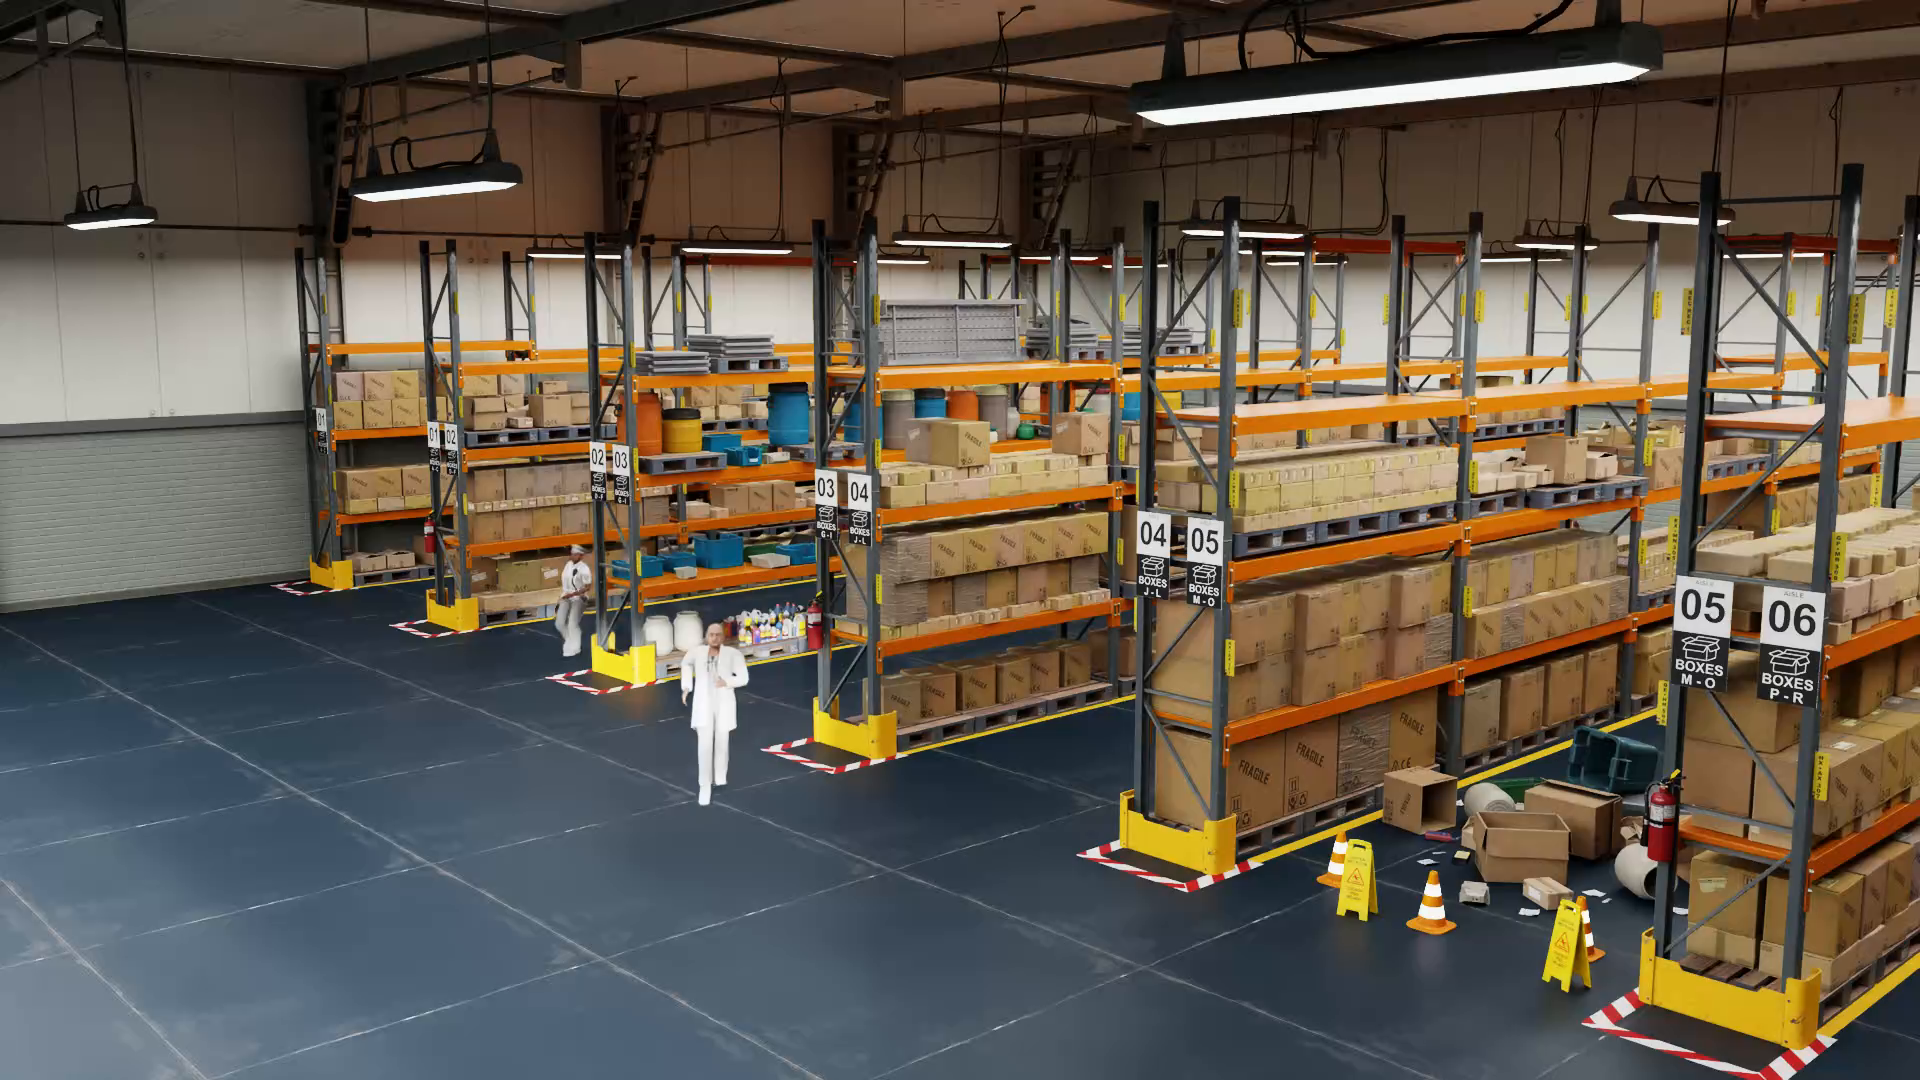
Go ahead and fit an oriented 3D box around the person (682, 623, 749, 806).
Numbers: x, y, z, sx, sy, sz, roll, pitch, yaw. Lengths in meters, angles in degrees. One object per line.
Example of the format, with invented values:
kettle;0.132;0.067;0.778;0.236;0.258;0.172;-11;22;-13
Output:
person;-2.538;1.765;17.274;0.692;1.828;0.847;-1;8;-8

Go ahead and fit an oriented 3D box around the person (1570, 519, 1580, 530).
person;9.936;0.439;27.075;0.559;1.567;0.524;-8;11;-42

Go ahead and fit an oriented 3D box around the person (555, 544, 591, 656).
person;-5.546;0.870;23.854;0.578;1.660;0.529;4;9;25
